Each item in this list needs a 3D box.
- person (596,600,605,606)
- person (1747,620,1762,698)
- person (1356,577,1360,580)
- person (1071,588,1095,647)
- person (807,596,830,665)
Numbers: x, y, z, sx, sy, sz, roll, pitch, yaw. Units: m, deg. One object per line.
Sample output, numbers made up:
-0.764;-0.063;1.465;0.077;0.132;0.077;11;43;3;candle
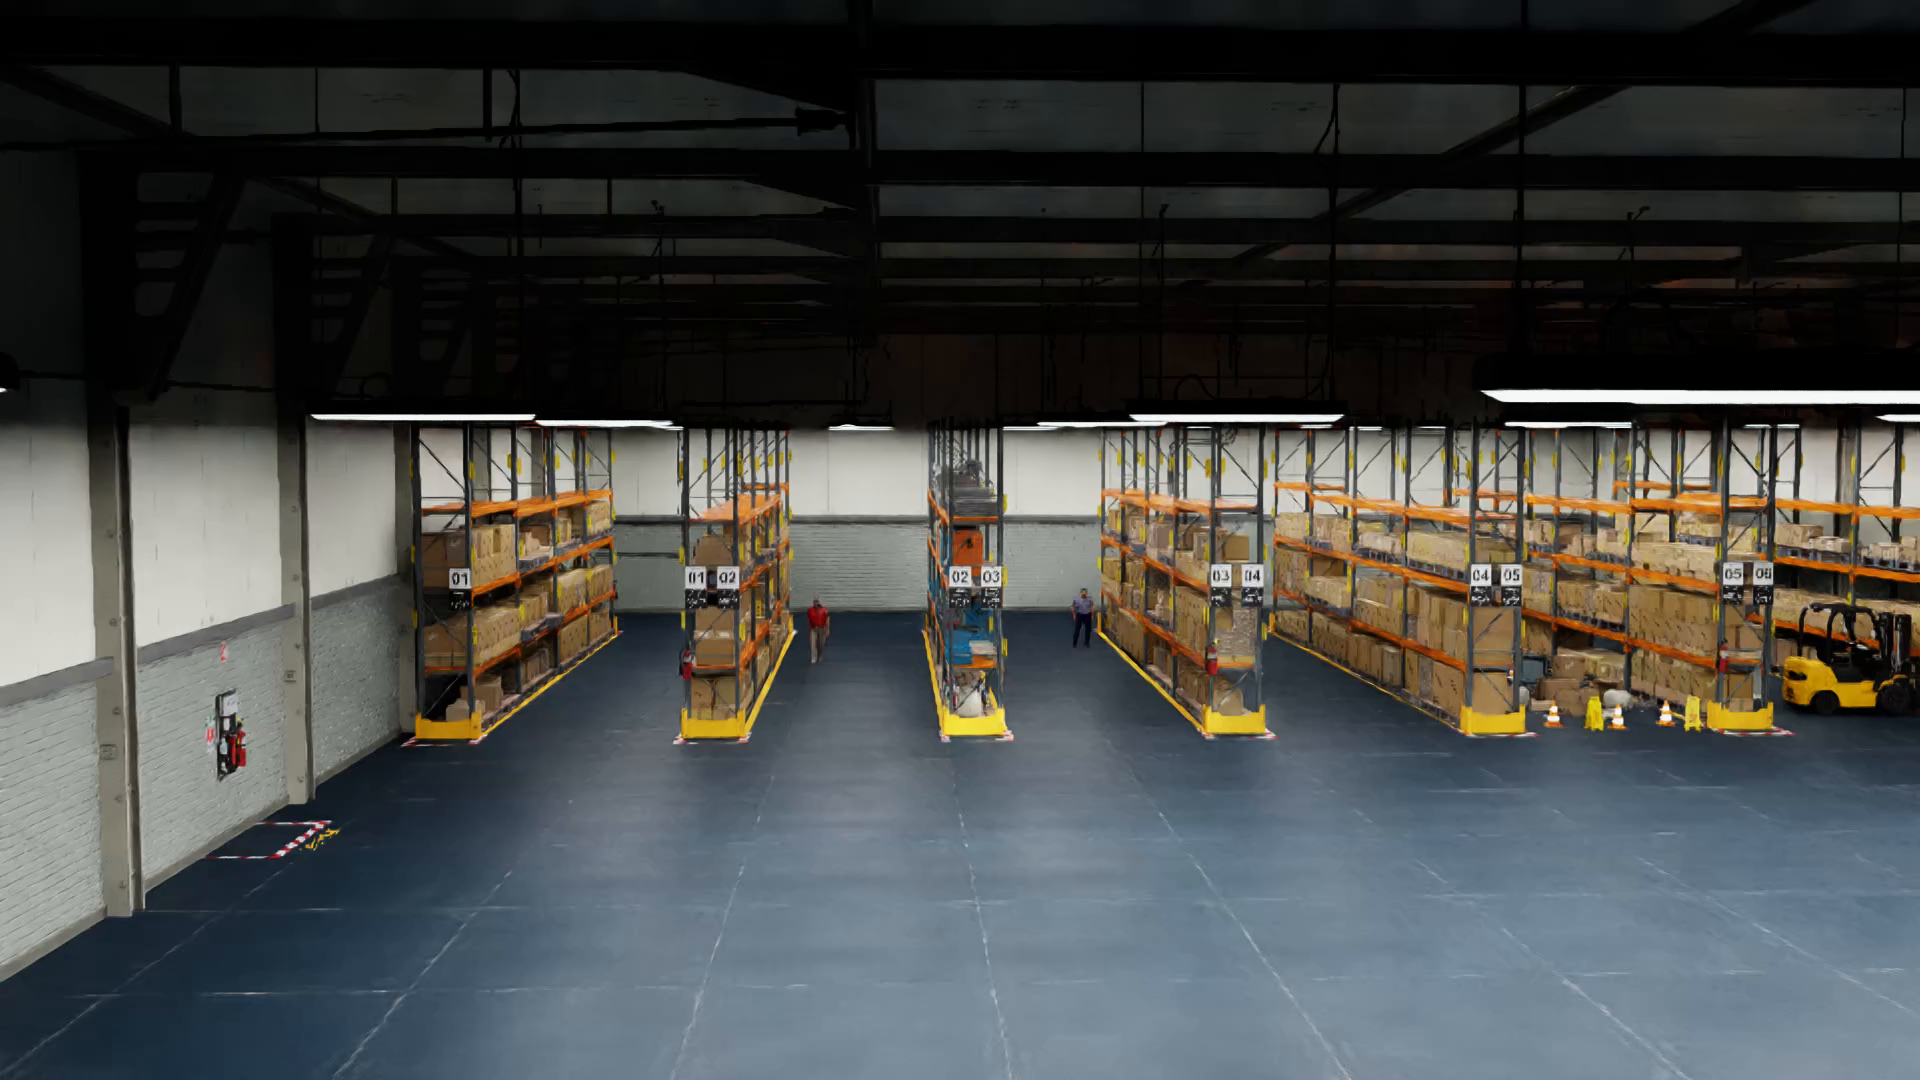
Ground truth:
-10.436;1.737;48.126;0.515;1.675;0.672;2;4;32;person
17.018;2.542;35.726;0.481;1.674;0.486;2;4;26;person
11.112;1.859;46.546;0.497;1.658;0.682;0;4;-6;person
3.267;2.051;44.199;0.625;1.596;0.517;0;4;-4;person
-3.488;2.213;40.937;0.556;1.669;1.031;0;4;-3;person
